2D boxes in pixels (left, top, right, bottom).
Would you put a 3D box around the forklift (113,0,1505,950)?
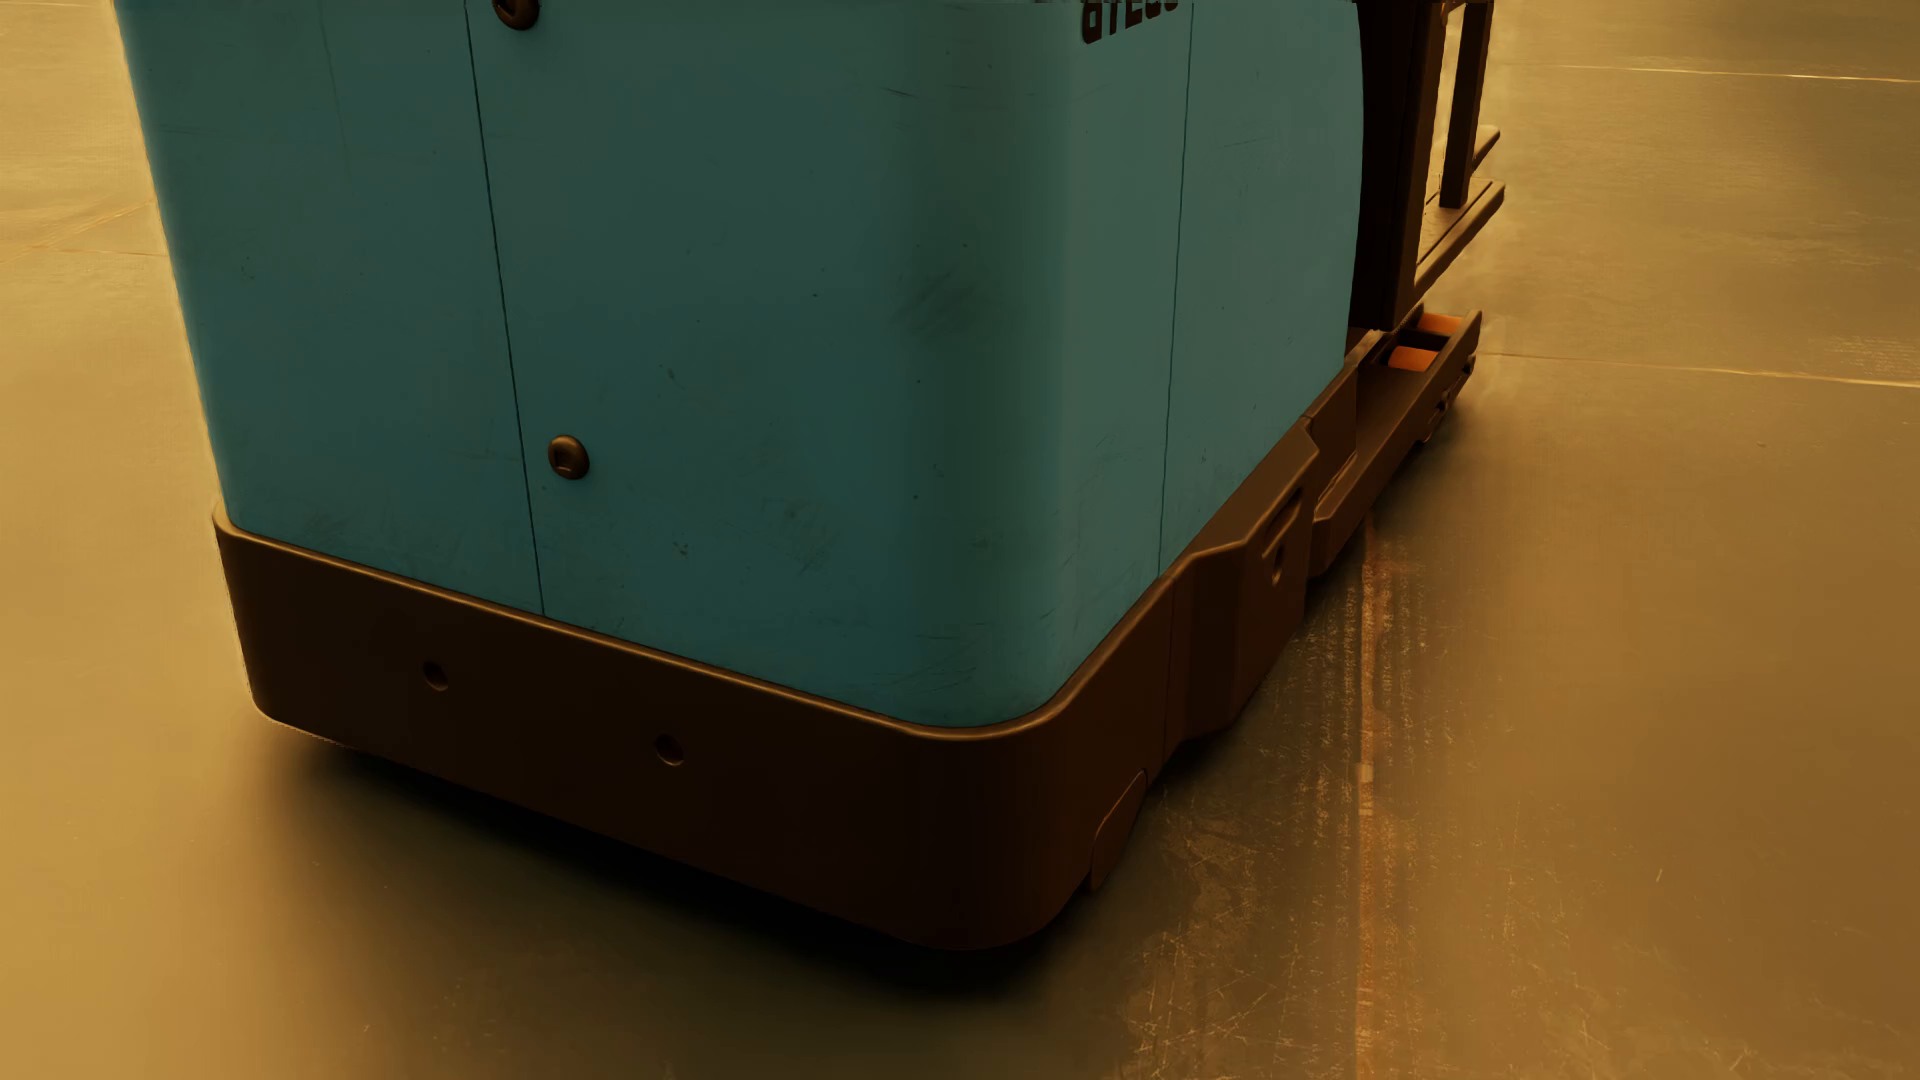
[{"bbox_3d":[0.279,-1.553,2.325,1.130,2.935,3.031,13,30,24],"label":"forklift"}]
